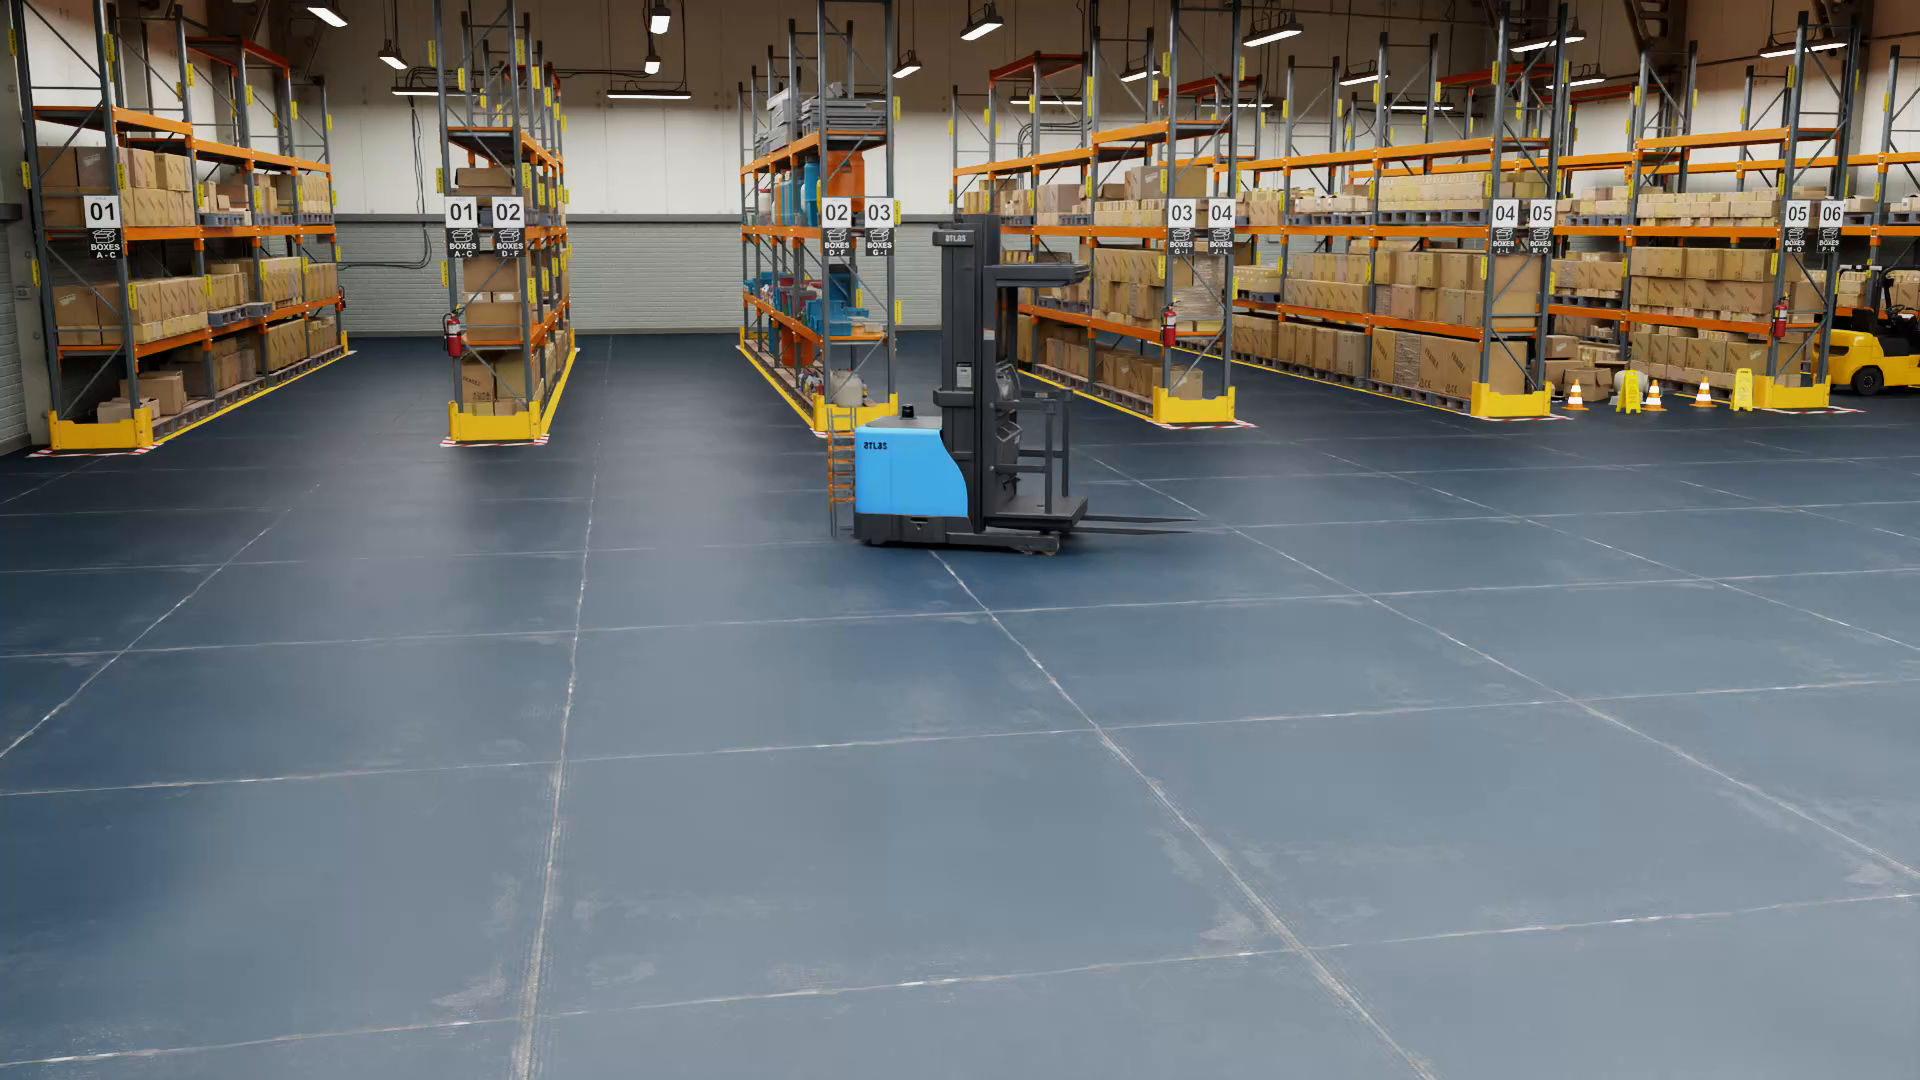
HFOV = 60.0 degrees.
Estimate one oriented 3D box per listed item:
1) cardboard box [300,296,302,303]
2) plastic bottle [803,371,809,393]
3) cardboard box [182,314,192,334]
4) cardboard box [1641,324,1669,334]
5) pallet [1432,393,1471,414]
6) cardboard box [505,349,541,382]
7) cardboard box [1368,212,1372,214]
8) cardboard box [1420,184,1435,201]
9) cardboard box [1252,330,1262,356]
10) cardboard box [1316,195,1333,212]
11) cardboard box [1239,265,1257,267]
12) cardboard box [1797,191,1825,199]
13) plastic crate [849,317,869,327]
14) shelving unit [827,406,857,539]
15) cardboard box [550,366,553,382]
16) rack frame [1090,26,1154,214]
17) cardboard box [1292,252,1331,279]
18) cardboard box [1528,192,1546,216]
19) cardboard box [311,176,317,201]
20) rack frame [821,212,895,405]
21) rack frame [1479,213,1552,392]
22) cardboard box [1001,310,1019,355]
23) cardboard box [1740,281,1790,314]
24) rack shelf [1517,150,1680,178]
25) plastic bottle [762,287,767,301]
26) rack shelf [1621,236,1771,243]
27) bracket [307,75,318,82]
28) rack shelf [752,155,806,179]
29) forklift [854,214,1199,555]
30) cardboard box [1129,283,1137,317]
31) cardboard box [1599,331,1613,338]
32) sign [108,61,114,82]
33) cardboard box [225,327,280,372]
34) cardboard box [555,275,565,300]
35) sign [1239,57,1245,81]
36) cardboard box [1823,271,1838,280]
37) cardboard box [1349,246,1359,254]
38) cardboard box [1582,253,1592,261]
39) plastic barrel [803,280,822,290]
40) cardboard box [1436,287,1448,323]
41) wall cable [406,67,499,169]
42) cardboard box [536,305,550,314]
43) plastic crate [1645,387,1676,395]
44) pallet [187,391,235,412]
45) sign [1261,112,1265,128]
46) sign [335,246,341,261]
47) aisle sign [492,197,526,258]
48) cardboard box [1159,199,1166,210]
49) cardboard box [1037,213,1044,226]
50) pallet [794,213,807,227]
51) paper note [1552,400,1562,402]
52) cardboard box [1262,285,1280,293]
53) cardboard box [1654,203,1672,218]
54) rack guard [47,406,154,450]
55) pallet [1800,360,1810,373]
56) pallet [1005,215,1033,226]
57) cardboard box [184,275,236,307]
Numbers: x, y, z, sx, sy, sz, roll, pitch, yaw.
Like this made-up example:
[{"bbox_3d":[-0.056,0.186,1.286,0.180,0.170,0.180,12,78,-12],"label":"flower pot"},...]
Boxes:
[{"bbox_3d":[-13.119,-4.707,32.578,0.380,0.149,0.250,-2,11,-10],"label":"cardboard box"},{"bbox_3d":[-2.402,-2.483,26.179,0.144,0.351,0.185,-3,11,-13],"label":"plastic bottle"},{"bbox_3d":[-11.316,-3.082,23.769,0.500,0.250,0.500,-2,11,-11],"label":"cardboard box"},{"bbox_3d":[12.206,-3.706,29.186,0.380,0.149,0.250,-2,11,-10],"label":"cardboard box"},{"bbox_3d":[8.100,-2.148,25.970,1.003,0.211,1.213,-2,11,-11],"label":"pallet"},{"bbox_3d":[-6.658,-2.641,25.327,0.500,0.500,0.500,-2,11,-11],"label":"cardboard box"},{"bbox_3d":[10.042,-7.905,40.017,0.380,0.149,0.250,-2,11,-9],"label":"cardboard box"},{"bbox_3d":[7.672,-5.531,26.481,0.500,0.250,0.500,-2,11,-10],"label":"cardboard box"},{"bbox_3d":[6.295,-4.026,33.942,0.500,0.500,0.500,-2,11,-9],"label":"cardboard box"},{"bbox_3d":[6.899,-6.200,30.625,0.500,0.311,0.500,-2,11,-12],"label":"cardboard box"},{"bbox_3d":[6.268,-5.883,36.096,0.380,0.149,0.250,-2,11,-8],"label":"cardboard box"},{"bbox_3d":[13.299,-5.387,26.047,0.380,0.149,0.250,-2,11,-11],"label":"cardboard box"},{"bbox_3d":[-1.625,-3.347,25.520,0.530,0.136,0.437,-2,11,-11],"label":"plastic crate"},{"bbox_3d":[-1.068,-0.618,15.261,0.258,1.200,0.189,-3,9,-15],"label":"shelving unit"},{"bbox_3d":[-7.183,-2.807,28.204,0.500,0.250,0.500,-2,11,-10],"label":"cardboard box"},{"bbox_3d":[2.669,-6.893,27.397,1.000,3.000,0.127,-2,11,-11],"label":"rack frame"},{"bbox_3d":[6.854,-5.299,32.125,0.700,0.500,0.500,-2,11,-11],"label":"cardboard box"},{"bbox_3d":[11.391,-6.834,33.711,0.797,0.503,0.637,-3,11,-15],"label":"cardboard box"},{"bbox_3d":[-13.534,-7.222,34.152,0.500,0.500,0.500,-2,11,-11],"label":"cardboard box"},{"bbox_3d":[-1.411,-3.032,23.157,1.000,3.000,0.127,-2,11,-11],"label":"rack frame"},{"bbox_3d":[8.332,-3.374,24.954,1.000,3.000,0.127,-2,11,-11],"label":"rack frame"},{"bbox_3d":[1.432,-4.295,34.352,1.225,0.875,0.875,-3,11,-13],"label":"cardboard box"},{"bbox_3d":[12.792,-3.857,26.430,0.500,0.500,0.500,-2,11,-12],"label":"cardboard box"},{"bbox_3d":[12.001,-7.070,31.322,1.077,0.370,4.000,-2,11,-11],"label":"rack shelf"},{"bbox_3d":[-3.957,-5.006,33.861,0.152,0.276,0.135,-2,11,-11],"label":"plastic bottle"},{"bbox_3d":[16.091,-6.708,36.372,1.077,0.370,4.000,-2,11,-11],"label":"rack shelf"},{"bbox_3d":[-15.693,-11.201,40.403,0.076,0.066,3.189,-2,11,-11],"label":"bracket"},{"bbox_3d":[-3.356,-7.263,32.337,1.077,0.370,4.000,-2,11,-11],"label":"rack shelf"},{"bbox_3d":[0.616,-1.415,14.846,3.031,2.935,1.130,2,11,12],"label":"forklift"},{"bbox_3d":[3.098,-3.690,25.551,0.875,0.500,0.500,-2,11,-11],"label":"cardboard box"},{"bbox_3d":[15.306,-4.852,39.220,0.380,0.149,0.250,-2,11,-13],"label":"cardboard box"},{"bbox_3d":[-12.450,-6.868,24.344,0.100,0.325,0.005,-2,11,-11],"label":"sign"},{"bbox_3d":[-12.699,-3.429,29.869,0.750,0.750,0.750,-2,11,-12],"label":"cardboard box"},{"bbox_3d":[-8.436,-5.206,34.312,0.500,0.500,0.500,-2,11,-10],"label":"cardboard box"},{"bbox_3d":[3.980,-6.677,23.551,0.100,0.325,0.005,-2,11,-11],"label":"sign"},{"bbox_3d":[16.729,-5.047,31.739,0.380,0.149,0.250,-2,11,-13],"label":"cardboard box"},{"bbox_3d":[9.870,-6.949,40.795,0.500,0.500,0.500,-2,11,-12],"label":"cardboard box"},{"bbox_3d":[11.856,-5.278,31.037,0.380,0.149,0.250,-3,11,-13],"label":"cardboard box"},{"bbox_3d":[-2.580,-4.492,30.464,0.600,0.536,0.708,-2,11,-11],"label":"plastic barrel"},{"bbox_3d":[8.102,-3.721,26.378,0.875,0.550,0.550,-2,11,-11],"label":"cardboard box"},{"bbox_3d":[-12.337,-10.658,41.975,3.097,2.526,0.112,-2,11,-11],"label":"wall cable"},{"bbox_3d":[-7.380,-4.041,29.133,0.380,0.149,0.250,-2,11,-11],"label":"cardboard box"},{"bbox_3d":[11.891,-2.554,28.455,0.402,0.080,0.583,-6,13,-31],"label":"plastic crate"},{"bbox_3d":[-12.060,-2.178,26.129,1.003,0.211,1.213,-2,11,-11],"label":"pallet"},{"bbox_3d":[6.542,-9.080,35.966,0.100,0.325,0.005,-2,11,-11],"label":"sign"},{"bbox_3d":[-13.706,-6.309,36.642,0.100,0.325,0.005,-2,11,-11],"label":"sign"},{"bbox_3d":[-5.957,-4.129,21.967,0.394,0.787,0.004,-2,11,-11],"label":"aisle sign"},{"bbox_3d":[3.087,-4.847,24.008,0.380,0.149,0.250,-2,11,-11],"label":"cardboard box"},{"bbox_3d":[1.733,-5.984,31.044,0.500,0.250,0.500,-2,11,-10],"label":"cardboard box"},{"bbox_3d":[-1.953,-5.018,26.072,1.213,0.211,1.003,-2,11,-11],"label":"pallet"},{"bbox_3d":[9.701,-2.256,27.027,0.144,0.017,0.142,2,11,9],"label":"paper note"},{"bbox_3d":[6.230,-4.998,33.034,0.380,0.149,0.250,-2,11,-10],"label":"cardboard box"},{"bbox_3d":[12.317,-5.667,28.586,0.500,0.250,0.500,-2,11,-11],"label":"cardboard box"},{"bbox_3d":[-11.144,-1.458,21.571,1.175,0.500,0.348,-2,11,-11],"label":"rack guard"},{"bbox_3d":[16.836,-3.475,32.945,1.003,0.211,1.213,-2,11,-11],"label":"pallet"},{"bbox_3d":[1.494,-6.381,33.237,1.003,0.211,1.213,-2,11,-8],"label":"pallet"},{"bbox_3d":[-12.319,-4.091,27.275,0.700,0.500,0.500,-2,11,-11],"label":"cardboard box"}]
